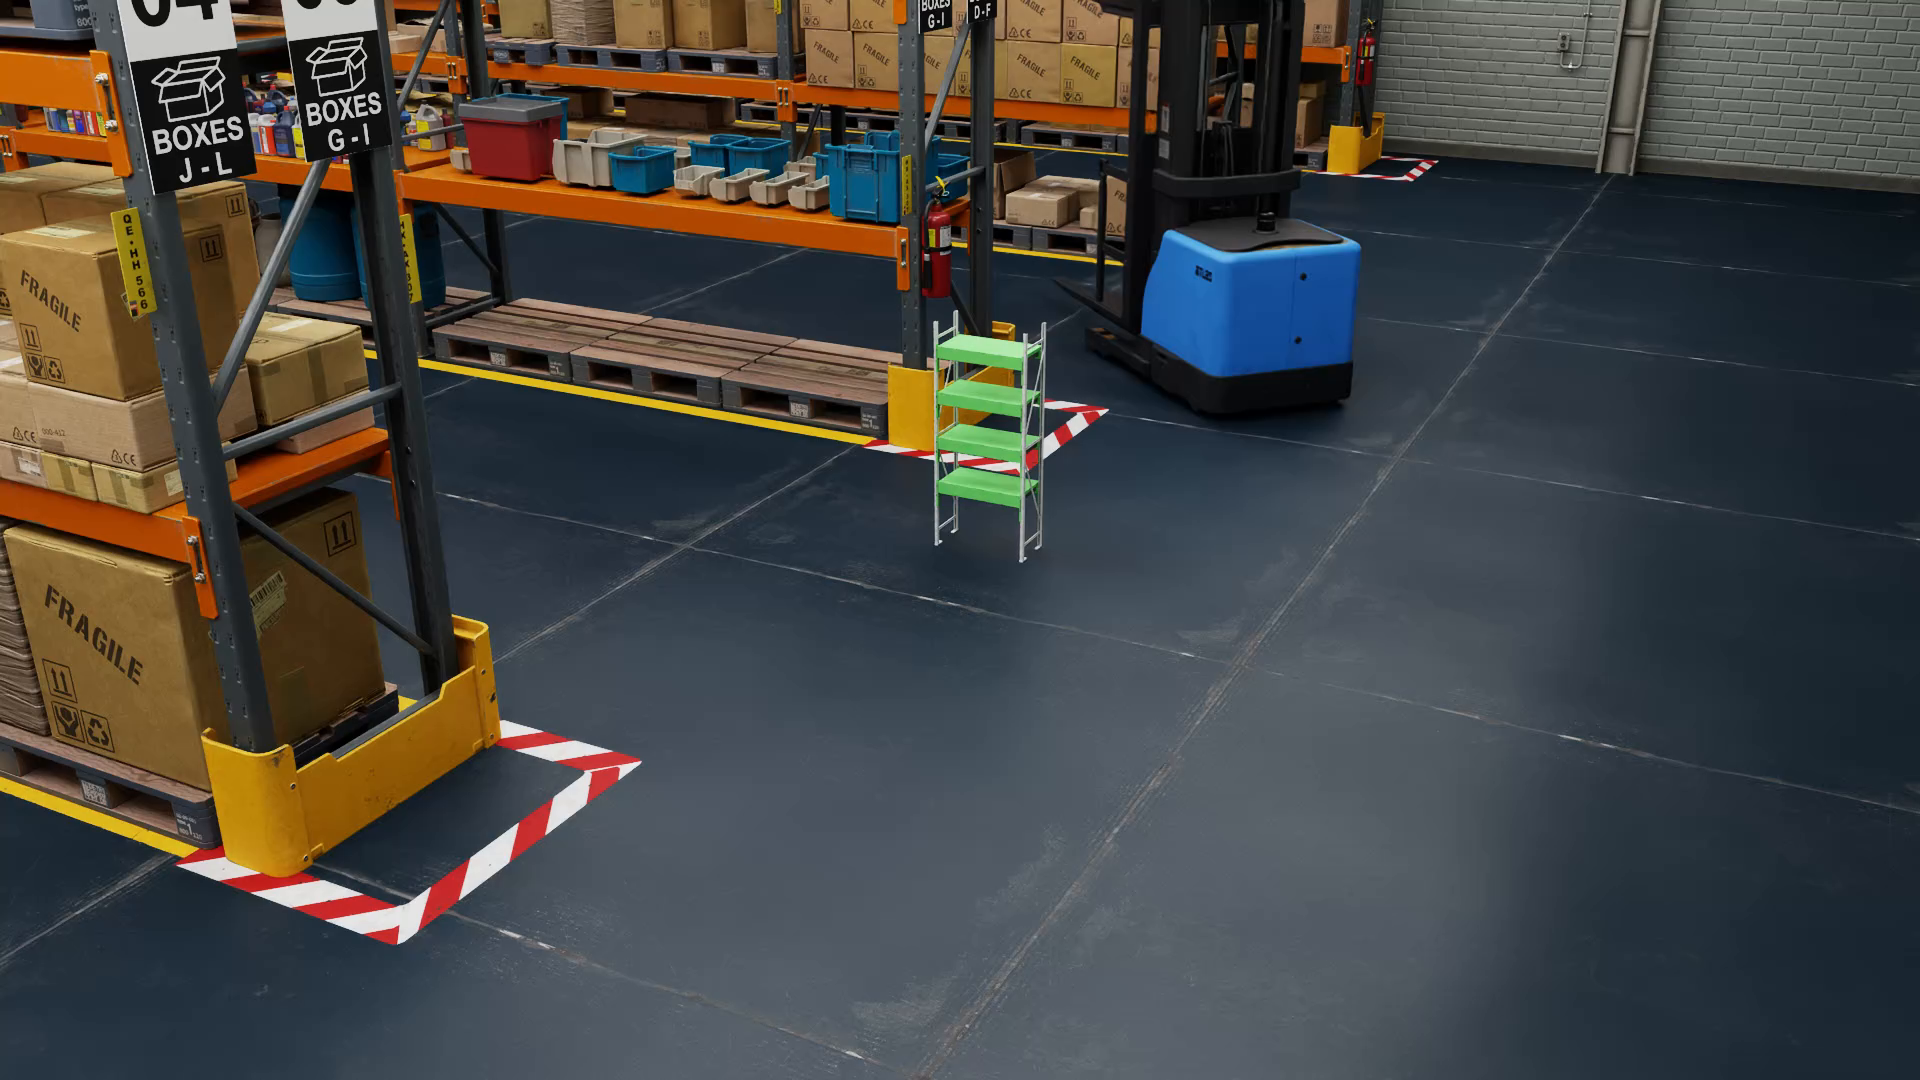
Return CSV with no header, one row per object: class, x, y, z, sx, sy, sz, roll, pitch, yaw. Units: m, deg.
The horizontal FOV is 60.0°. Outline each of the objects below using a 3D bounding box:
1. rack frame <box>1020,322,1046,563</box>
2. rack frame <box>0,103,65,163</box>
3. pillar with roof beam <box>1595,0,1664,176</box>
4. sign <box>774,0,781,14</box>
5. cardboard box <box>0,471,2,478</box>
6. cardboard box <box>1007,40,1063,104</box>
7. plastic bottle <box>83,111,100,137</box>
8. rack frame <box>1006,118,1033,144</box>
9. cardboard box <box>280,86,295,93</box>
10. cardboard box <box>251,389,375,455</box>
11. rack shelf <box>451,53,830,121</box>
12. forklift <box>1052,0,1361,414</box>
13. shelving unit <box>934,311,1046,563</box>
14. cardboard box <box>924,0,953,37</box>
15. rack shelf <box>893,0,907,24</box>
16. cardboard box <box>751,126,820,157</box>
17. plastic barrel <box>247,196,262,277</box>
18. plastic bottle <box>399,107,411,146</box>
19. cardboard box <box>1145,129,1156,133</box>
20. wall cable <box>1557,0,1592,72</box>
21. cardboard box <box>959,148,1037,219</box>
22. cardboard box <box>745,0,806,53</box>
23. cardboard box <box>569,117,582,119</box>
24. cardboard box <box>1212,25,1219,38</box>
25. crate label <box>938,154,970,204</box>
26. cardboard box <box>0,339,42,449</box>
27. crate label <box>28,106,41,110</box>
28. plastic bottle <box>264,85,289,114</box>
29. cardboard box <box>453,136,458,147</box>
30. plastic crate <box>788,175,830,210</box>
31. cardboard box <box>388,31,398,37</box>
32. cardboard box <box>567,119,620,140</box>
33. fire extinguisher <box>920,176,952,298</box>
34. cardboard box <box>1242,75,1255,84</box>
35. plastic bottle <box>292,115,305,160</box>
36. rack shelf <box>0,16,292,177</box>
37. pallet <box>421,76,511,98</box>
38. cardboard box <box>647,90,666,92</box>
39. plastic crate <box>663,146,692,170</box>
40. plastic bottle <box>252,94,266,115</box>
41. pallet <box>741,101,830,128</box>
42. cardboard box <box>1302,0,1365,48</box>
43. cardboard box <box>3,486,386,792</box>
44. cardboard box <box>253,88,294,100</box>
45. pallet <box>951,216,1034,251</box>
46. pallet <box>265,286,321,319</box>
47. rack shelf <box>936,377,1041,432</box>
rack frame,0.365,-0.480,8.345,0.015,1.200,0.240,11,25,25
rack frame,-7.207,-3.549,13.263,0.127,3.000,1.000,11,25,25
pillar with roof beam,5.260,-6.679,12.957,0.400,9.000,9.100,11,25,25
sign,-1.646,-4.911,14.985,0.005,0.325,0.100,11,25,25
cardboard box,-3.448,-0.374,6.117,0.250,0.149,0.380,12,26,25
cardboard box,0.741,-4.076,14.375,0.500,0.500,0.500,11,26,25
plastic bottle,-6.553,-3.221,12.650,0.135,0.276,0.152,11,25,25
rack frame,0.833,-6.303,19.738,0.127,3.000,1.000,11,25,25
cardboard box,-7.580,-5.110,19.193,0.500,0.311,0.500,12,26,26
cardboard box,-2.470,-0.469,6.341,0.250,0.149,0.380,12,26,25
rack shelf,-3.184,-4.594,16.640,4.000,0.370,1.077,11,25,25
forklift,1.547,-2.687,11.323,1.130,2.935,3.031,-8,24,-18
shelving unit,0.148,-0.523,8.446,0.503,1.200,0.258,11,25,25
cardboard box,-0.186,-4.715,14.599,0.500,0.500,0.500,10,25,23
rack shelf,-1.852,-3.539,10.325,4.000,0.370,1.077,11,25,25
cardboard box,-1.720,-3.795,16.472,0.500,0.500,0.500,10,25,22
plastic barrel,-5.755,-2.353,12.995,0.708,0.588,0.600,11,25,25
plastic bottle,-4.089,-3.052,12.259,0.097,0.271,0.097,0,23,0
cardboard box,2.358,-4.997,19.324,0.500,0.500,0.700,12,26,26
wall cable,5.972,-6.168,18.124,1.851,1.984,0.084,11,25,25
cardboard box,0.280,-3.296,15.295,0.637,0.503,0.797,11,25,25
cardboard box,-1.721,-4.973,15.947,0.500,0.500,0.700,3,23,7
cardboard box,-4.028,-4.248,17.537,0.500,0.500,0.500,12,26,27
cardboard box,1.894,-4.542,14.193,0.500,0.500,0.500,12,26,26
crate label,-0.139,-2.246,10.335,0.303,0.233,0.416,11,25,25
cardboard box,-3.307,-0.557,6.039,0.500,0.250,0.500,11,25,24
crate label,-7.971,-3.835,13.891,0.616,0.435,0.502,11,25,25
plastic bottle,-5.226,-3.303,12.748,0.185,0.351,0.144,11,25,25
cardboard box,-5.548,-4.214,17.803,0.500,0.250,0.500,12,26,26
plastic crate,-0.877,-2.124,10.171,0.243,0.136,0.396,11,25,25
cardboard box,-6.132,-5.368,17.862,0.250,0.149,0.380,13,26,28
cardboard box,-3.776,-3.970,16.883,0.500,0.500,0.500,11,25,24
fire extinguisher,-0.138,-1.744,9.593,0.183,0.674,0.296,11,25,25
cardboard box,3.259,-5.208,18.992,0.250,0.149,0.380,11,26,25
plastic bottle,-4.605,-2.868,11.725,0.185,0.351,0.144,11,25,25
rack shelf,-4.087,-1.809,6.258,4.000,0.370,1.077,11,25,25
pallet,-6.922,-6.539,23.855,1.213,0.211,1.003,11,25,25
cardboard box,-3.810,-6.302,22.368,0.500,0.500,0.700,11,25,24
plastic crate,-1.947,-2.547,11.166,0.466,0.136,0.293,11,25,25
plastic bottle,-5.377,-3.294,12.811,0.133,0.283,0.061,11,25,25
pallet,-2.067,-5.561,21.555,1.213,0.211,1.003,11,25,25
cardboard box,3.943,-5.821,18.222,0.700,0.700,0.980,12,26,27
cardboard box,-2.909,0.293,6.407,0.875,0.875,0.875,11,25,25
cardboard box,-7.837,-4.921,18.748,0.500,0.311,0.500,11,25,24
pallet,0.307,-2.952,15.423,1.213,0.211,1.003,11,25,25
pallet,-5.400,-1.925,13.008,1.213,0.211,1.003,11,25,25
rack shelf,0.148,-0.685,8.378,0.480,0.148,0.258,11,25,25
